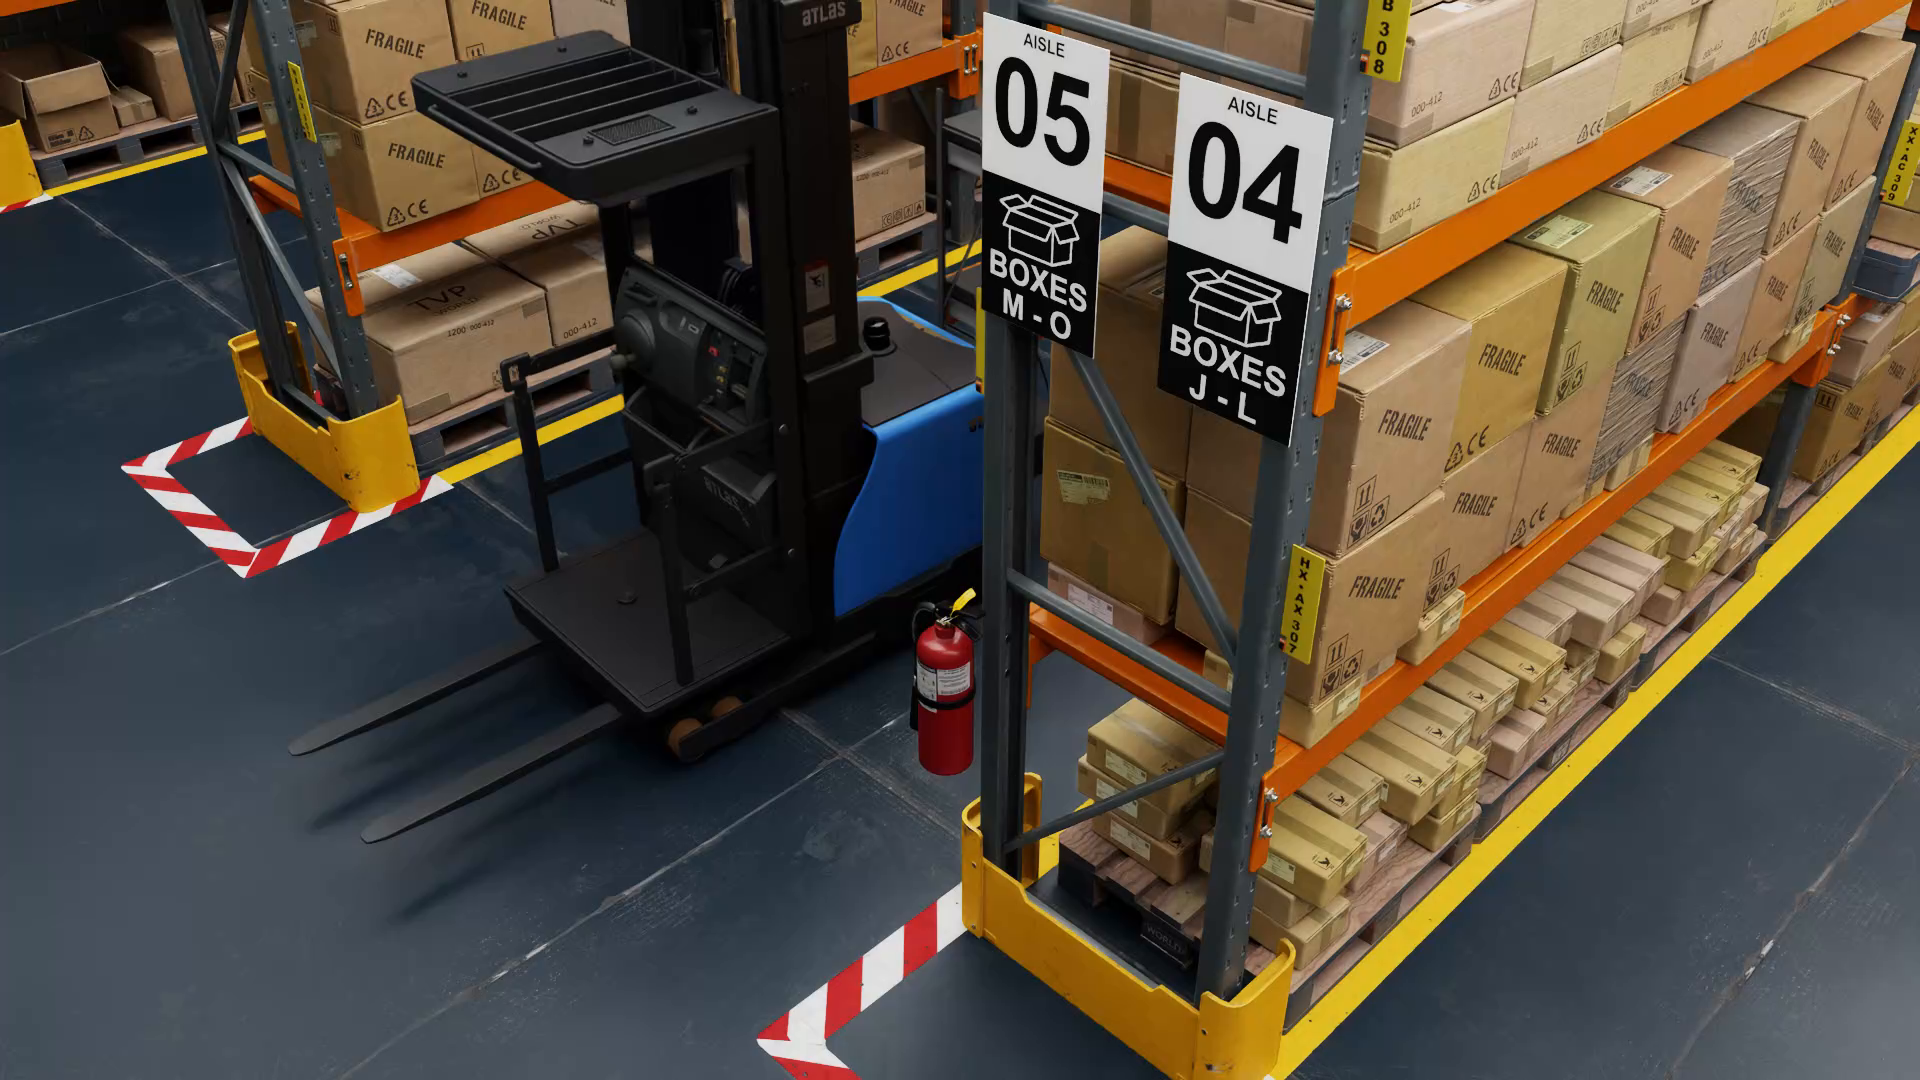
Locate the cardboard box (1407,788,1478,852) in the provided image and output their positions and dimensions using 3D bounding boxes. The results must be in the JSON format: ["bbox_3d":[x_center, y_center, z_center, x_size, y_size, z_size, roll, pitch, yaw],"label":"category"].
[{"bbox_3d":[1.612,0.909,5.949,0.250,0.149,0.380,-29,44,-35],"label":"cardboard box"}]

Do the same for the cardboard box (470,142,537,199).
[{"bbox_3d":[-2.244,-1.993,7.898,0.500,0.500,0.500,29,44,35],"label":"cardboard box"}]

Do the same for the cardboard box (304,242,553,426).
[{"bbox_3d":[-2.728,-1.086,8.557,0.875,0.438,0.875,28,44,34],"label":"cardboard box"}]

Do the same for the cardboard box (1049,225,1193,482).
[{"bbox_3d":[0.607,-0.561,4.711,0.500,0.500,0.500,29,44,34],"label":"cardboard box"}]

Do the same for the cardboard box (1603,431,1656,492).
[{"bbox_3d":[2.194,-0.349,5.847,0.250,0.149,0.380,-29,44,-35],"label":"cardboard box"}]

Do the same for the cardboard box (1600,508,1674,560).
[{"bbox_3d":[2.654,-0.026,6.770,0.250,0.149,0.380,-28,44,-34],"label":"cardboard box"}]

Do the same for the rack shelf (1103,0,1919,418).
[{"bbox_3d":[1.871,-1.449,5.212,1.077,0.370,4.000,30,45,35],"label":"rack shelf"}]

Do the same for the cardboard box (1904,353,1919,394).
[{"bbox_3d":[4.720,-1.099,8.522,0.500,0.500,0.500,-29,44,-35],"label":"cardboard box"}]

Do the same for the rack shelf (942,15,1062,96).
[{"bbox_3d":[1.105,-3.797,11.200,1.077,0.370,4.000,30,45,35],"label":"rack shelf"}]

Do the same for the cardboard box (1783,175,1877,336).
[{"bbox_3d":[3.140,-1.179,6.470,0.500,0.500,0.500,30,45,35],"label":"cardboard box"}]

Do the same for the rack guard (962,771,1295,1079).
[{"bbox_3d":[0.515,1.292,5.460,1.175,0.500,0.348,30,45,35],"label":"rack guard"}]

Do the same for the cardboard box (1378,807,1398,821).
[{"bbox_3d":[1.356,0.840,5.788,0.250,0.149,0.380,-29,44,-35],"label":"cardboard box"}]

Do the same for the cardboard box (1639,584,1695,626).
[{"bbox_3d":[2.863,0.173,7.005,0.380,0.149,0.250,28,44,34],"label":"cardboard box"}]

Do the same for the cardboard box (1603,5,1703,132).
[{"bbox_3d":[1.687,-1.376,4.610,0.500,0.250,0.500,28,44,34],"label":"cardboard box"}]

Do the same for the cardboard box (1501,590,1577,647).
[{"bbox_3d":[2.094,0.293,6.313,0.380,0.149,0.250,30,45,35],"label":"cardboard box"}]

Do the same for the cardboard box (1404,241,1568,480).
[{"bbox_3d":[1.317,-0.558,4.706,0.500,0.500,0.500,-29,44,-34],"label":"cardboard box"}]

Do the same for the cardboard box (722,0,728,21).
[{"bbox_3d":[-1.515,-2.815,8.202,0.500,0.500,0.500,-30,45,-35],"label":"cardboard box"}]

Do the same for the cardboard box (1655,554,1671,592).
[{"bbox_3d":[2.679,0.098,6.852,0.250,0.149,0.380,-29,44,-35],"label":"cardboard box"}]

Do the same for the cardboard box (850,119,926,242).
[{"bbox_3d":[-0.823,-2.189,10.140,0.875,0.438,0.875,29,44,35],"label":"cardboard box"}]

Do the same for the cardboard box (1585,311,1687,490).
[{"bbox_3d":[2.042,-0.567,5.593,0.500,0.500,0.500,28,44,34],"label":"cardboard box"}]

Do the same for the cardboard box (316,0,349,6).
[{"bbox_3d":[-2.676,-2.406,7.049,0.250,0.149,0.380,-29,44,-35],"label":"cardboard box"}]

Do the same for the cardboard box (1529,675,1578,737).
[{"bbox_3d":[2.138,0.578,6.424,0.380,0.149,0.250,30,45,35],"label":"cardboard box"}]

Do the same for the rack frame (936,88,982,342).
[{"bbox_3d":[0.043,-0.871,7.163,0.015,2.100,0.400,-27,43,-33],"label":"rack frame"}]

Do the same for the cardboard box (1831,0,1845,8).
[{"bbox_3d":[2.766,-1.989,5.488,0.500,0.250,0.500,29,44,35],"label":"cardboard box"}]

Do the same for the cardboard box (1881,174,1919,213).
[{"bbox_3d":[3.884,-1.491,6.859,0.250,0.149,0.380,-29,44,-35],"label":"cardboard box"}]

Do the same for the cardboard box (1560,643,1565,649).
[{"bbox_3d":[2.092,0.402,6.417,0.250,0.149,0.380,-28,43,-34],"label":"cardboard box"}]

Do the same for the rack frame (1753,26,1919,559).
[{"bbox_3d":[3.280,-1.326,7.029,1.000,3.000,0.127,30,45,35],"label":"rack frame"}]

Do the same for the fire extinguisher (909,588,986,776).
[{"bbox_3d":[-0.043,0.399,4.949,0.296,0.674,0.183,30,45,35],"label":"fire extinguisher"}]

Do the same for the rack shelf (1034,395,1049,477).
[{"bbox_3d":[0.224,-0.379,7.705,0.480,0.518,0.431,-27,43,-33],"label":"rack shelf"}]

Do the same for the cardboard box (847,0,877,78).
[{"bbox_3d":[-0.808,-2.818,9.082,0.500,0.500,0.500,28,44,34],"label":"cardboard box"}]

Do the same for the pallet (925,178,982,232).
[{"bbox_3d":[0.186,-2.480,11.121,1.003,0.211,1.213,30,45,35],"label":"pallet"}]

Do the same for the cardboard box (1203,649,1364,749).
[{"bbox_3d":[0.922,0.402,4.771,0.380,0.149,0.250,29,44,35],"label":"cardboard box"}]

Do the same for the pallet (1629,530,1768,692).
[{"bbox_3d":[2.832,0.105,7.415,1.003,0.211,1.213,30,45,35],"label":"pallet"}]

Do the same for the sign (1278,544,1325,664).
[{"bbox_3d":[0.847,0.162,4.139,0.100,0.325,0.005,30,45,35],"label":"sign"}]

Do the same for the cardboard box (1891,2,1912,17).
[{"bbox_3d":[4.532,-2.519,8.073,0.380,0.149,0.250,29,44,35],"label":"cardboard box"}]

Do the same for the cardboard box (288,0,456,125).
[{"bbox_3d":[-2.582,-2.187,7.302,0.500,0.500,0.500,28,44,34],"label":"cardboard box"}]

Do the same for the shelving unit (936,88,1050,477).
[{"bbox_3d":[0.224,-0.964,7.297,0.503,2.100,0.431,-27,43,-33],"label":"shelving unit"}]

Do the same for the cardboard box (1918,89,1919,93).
[{"bbox_3d":[4.258,-1.832,7.087,0.250,0.149,0.380,-30,44,-35],"label":"cardboard box"}]

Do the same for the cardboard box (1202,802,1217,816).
[{"bbox_3d":[0.794,0.852,6.031,0.250,0.149,0.380,-28,44,-34],"label":"cardboard box"}]

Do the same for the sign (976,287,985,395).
[{"bbox_3d":[0.082,-0.538,4.611,0.100,0.325,0.005,30,45,35],"label":"sign"}]

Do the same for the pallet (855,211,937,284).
[{"bbox_3d":[-0.895,-1.859,10.231,1.003,0.211,1.213,30,45,35],"label":"pallet"}]

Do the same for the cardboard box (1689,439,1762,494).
[{"bbox_3d":[3.214,-0.323,7.196,0.250,0.149,0.380,-29,44,-34],"label":"cardboard box"}]

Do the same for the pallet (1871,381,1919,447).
[{"bbox_3d":[4.687,-0.996,8.994,1.003,0.211,1.213,30,45,35],"label":"pallet"}]

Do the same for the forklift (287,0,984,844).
[{"bbox_3d":[-1.180,-0.675,6.156,3.031,2.935,1.130,-27,43,-33],"label":"forklift"}]

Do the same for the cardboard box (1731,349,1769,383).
[{"bbox_3d":[2.910,-0.780,6.465,0.250,0.149,0.380,-28,44,-34],"label":"cardboard box"}]

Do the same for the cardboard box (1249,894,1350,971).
[{"bbox_3d":[1.058,1.211,5.516,0.250,0.149,0.380,-29,44,-35],"label":"cardboard box"}]

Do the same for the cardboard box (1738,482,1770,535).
[{"bbox_3d":[3.283,-0.195,7.272,0.250,0.149,0.380,-29,44,-35],"label":"cardboard box"}]

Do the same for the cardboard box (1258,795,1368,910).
[{"bbox_3d":[1.072,0.975,5.334,0.380,0.149,0.250,27,43,33],"label":"cardboard box"}]

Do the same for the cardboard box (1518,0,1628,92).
[{"bbox_3d":[1.322,-1.362,4.152,0.500,0.250,0.500,29,44,35],"label":"cardboard box"}]

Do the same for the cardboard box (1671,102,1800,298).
[{"bbox_3d":[2.409,-1.185,5.605,0.500,0.500,0.500,-29,44,-35],"label":"cardboard box"}]

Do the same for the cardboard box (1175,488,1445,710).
[{"bbox_3d":[0.974,0.064,4.688,0.500,0.500,0.500,-28,43,-34],"label":"cardboard box"}]

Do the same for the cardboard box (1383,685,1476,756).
[{"bbox_3d":[1.565,0.630,5.829,0.380,0.149,0.250,27,43,33],"label":"cardboard box"}]

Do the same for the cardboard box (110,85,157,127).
[{"bbox_3d":[-5.822,-3.025,11.590,0.380,0.149,0.250,28,43,34],"label":"cardboard box"}]

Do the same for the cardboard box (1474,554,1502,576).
[{"bbox_3d":[1.594,-0.067,5.443,0.380,0.149,0.250,29,44,35],"label":"cardboard box"}]

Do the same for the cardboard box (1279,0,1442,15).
[{"bbox_3d":[0.851,-1.279,3.685,0.380,0.149,0.250,29,44,35],"label":"cardboard box"}]
